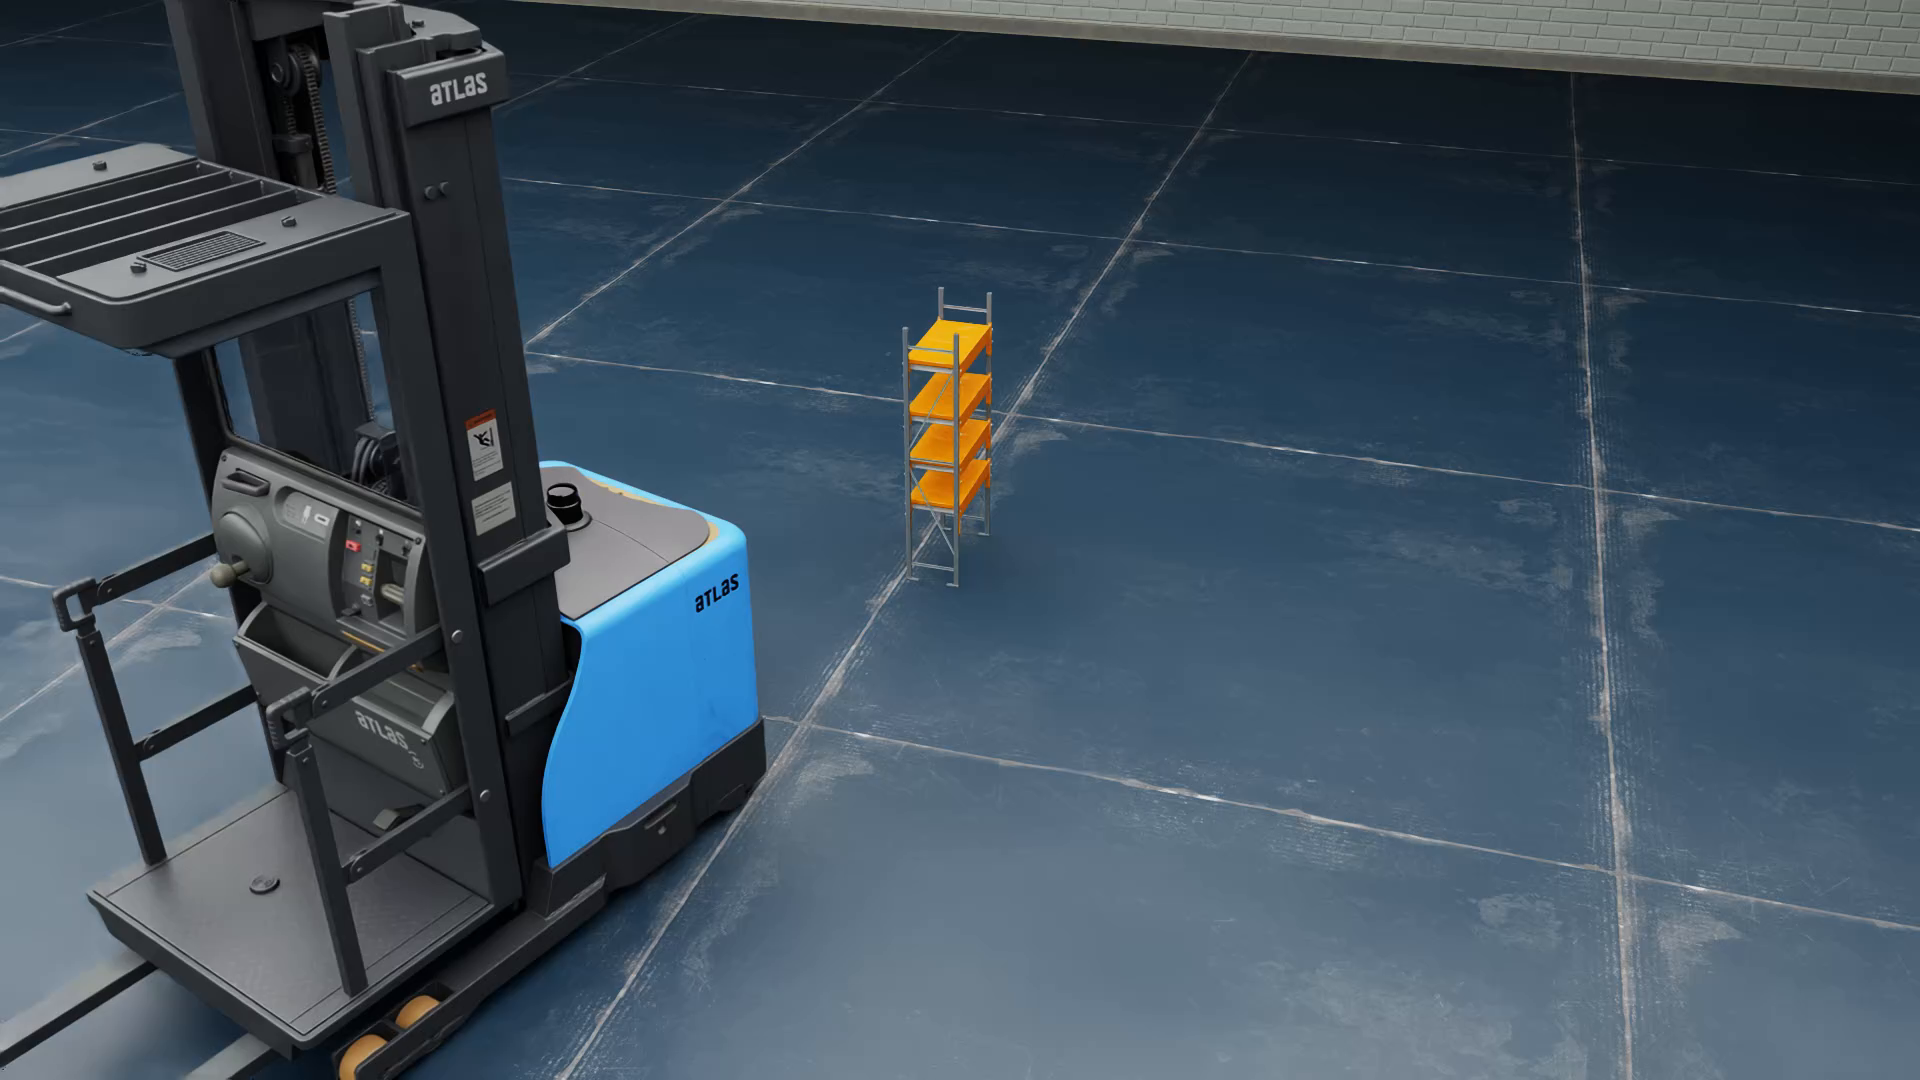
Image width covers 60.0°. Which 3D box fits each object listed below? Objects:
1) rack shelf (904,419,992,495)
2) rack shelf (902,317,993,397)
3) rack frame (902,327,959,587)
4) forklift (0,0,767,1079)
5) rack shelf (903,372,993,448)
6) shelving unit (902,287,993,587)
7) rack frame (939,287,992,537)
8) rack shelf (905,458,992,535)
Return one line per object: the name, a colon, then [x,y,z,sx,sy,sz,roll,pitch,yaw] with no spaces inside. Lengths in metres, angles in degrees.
rack shelf: [-0.049,-0.389,7.353,0.258,0.148,0.480,8,30,15]
rack shelf: [-0.049,-0.791,7.129,0.258,0.148,0.480,8,30,15]
rack frame: [-0.120,-0.334,7.116,0.240,1.200,0.015,8,30,15]
forklift: [-1.965,0.066,4.616,1.130,2.935,3.031,19,34,30]
rack shelf: [-0.049,-0.584,7.244,0.258,0.148,0.480,8,30,15]
shelving unit: [-0.049,-0.447,7.320,0.258,1.200,0.503,8,30,15]
rack frame: [0.023,-0.561,7.524,0.240,1.200,0.015,8,30,15]
rack shelf: [-0.049,-0.215,7.449,0.258,0.148,0.480,8,30,15]
